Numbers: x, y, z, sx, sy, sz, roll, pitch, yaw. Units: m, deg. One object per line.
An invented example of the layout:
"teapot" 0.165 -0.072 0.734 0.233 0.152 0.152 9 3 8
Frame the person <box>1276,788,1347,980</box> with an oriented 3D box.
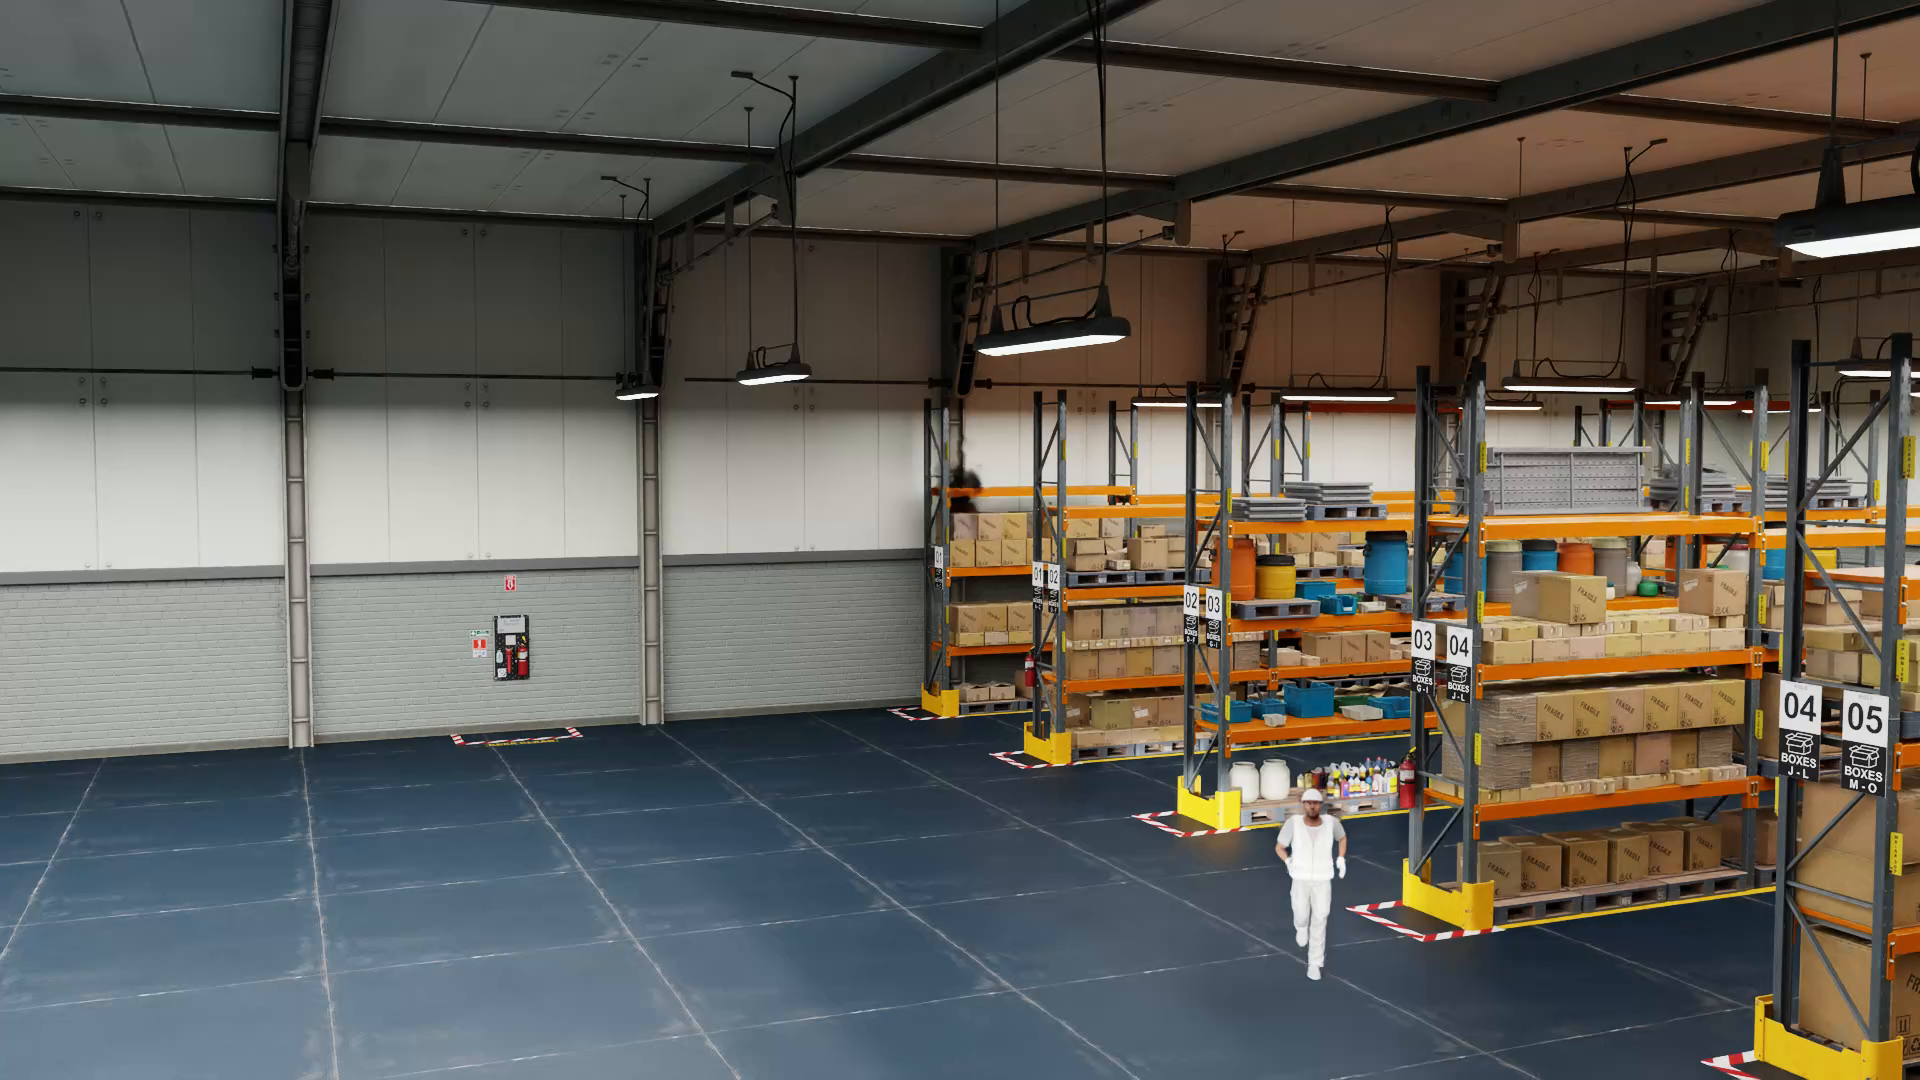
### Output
"person" 3.451 3.314 16.315 0.696 1.777 0.942 1 3 9
